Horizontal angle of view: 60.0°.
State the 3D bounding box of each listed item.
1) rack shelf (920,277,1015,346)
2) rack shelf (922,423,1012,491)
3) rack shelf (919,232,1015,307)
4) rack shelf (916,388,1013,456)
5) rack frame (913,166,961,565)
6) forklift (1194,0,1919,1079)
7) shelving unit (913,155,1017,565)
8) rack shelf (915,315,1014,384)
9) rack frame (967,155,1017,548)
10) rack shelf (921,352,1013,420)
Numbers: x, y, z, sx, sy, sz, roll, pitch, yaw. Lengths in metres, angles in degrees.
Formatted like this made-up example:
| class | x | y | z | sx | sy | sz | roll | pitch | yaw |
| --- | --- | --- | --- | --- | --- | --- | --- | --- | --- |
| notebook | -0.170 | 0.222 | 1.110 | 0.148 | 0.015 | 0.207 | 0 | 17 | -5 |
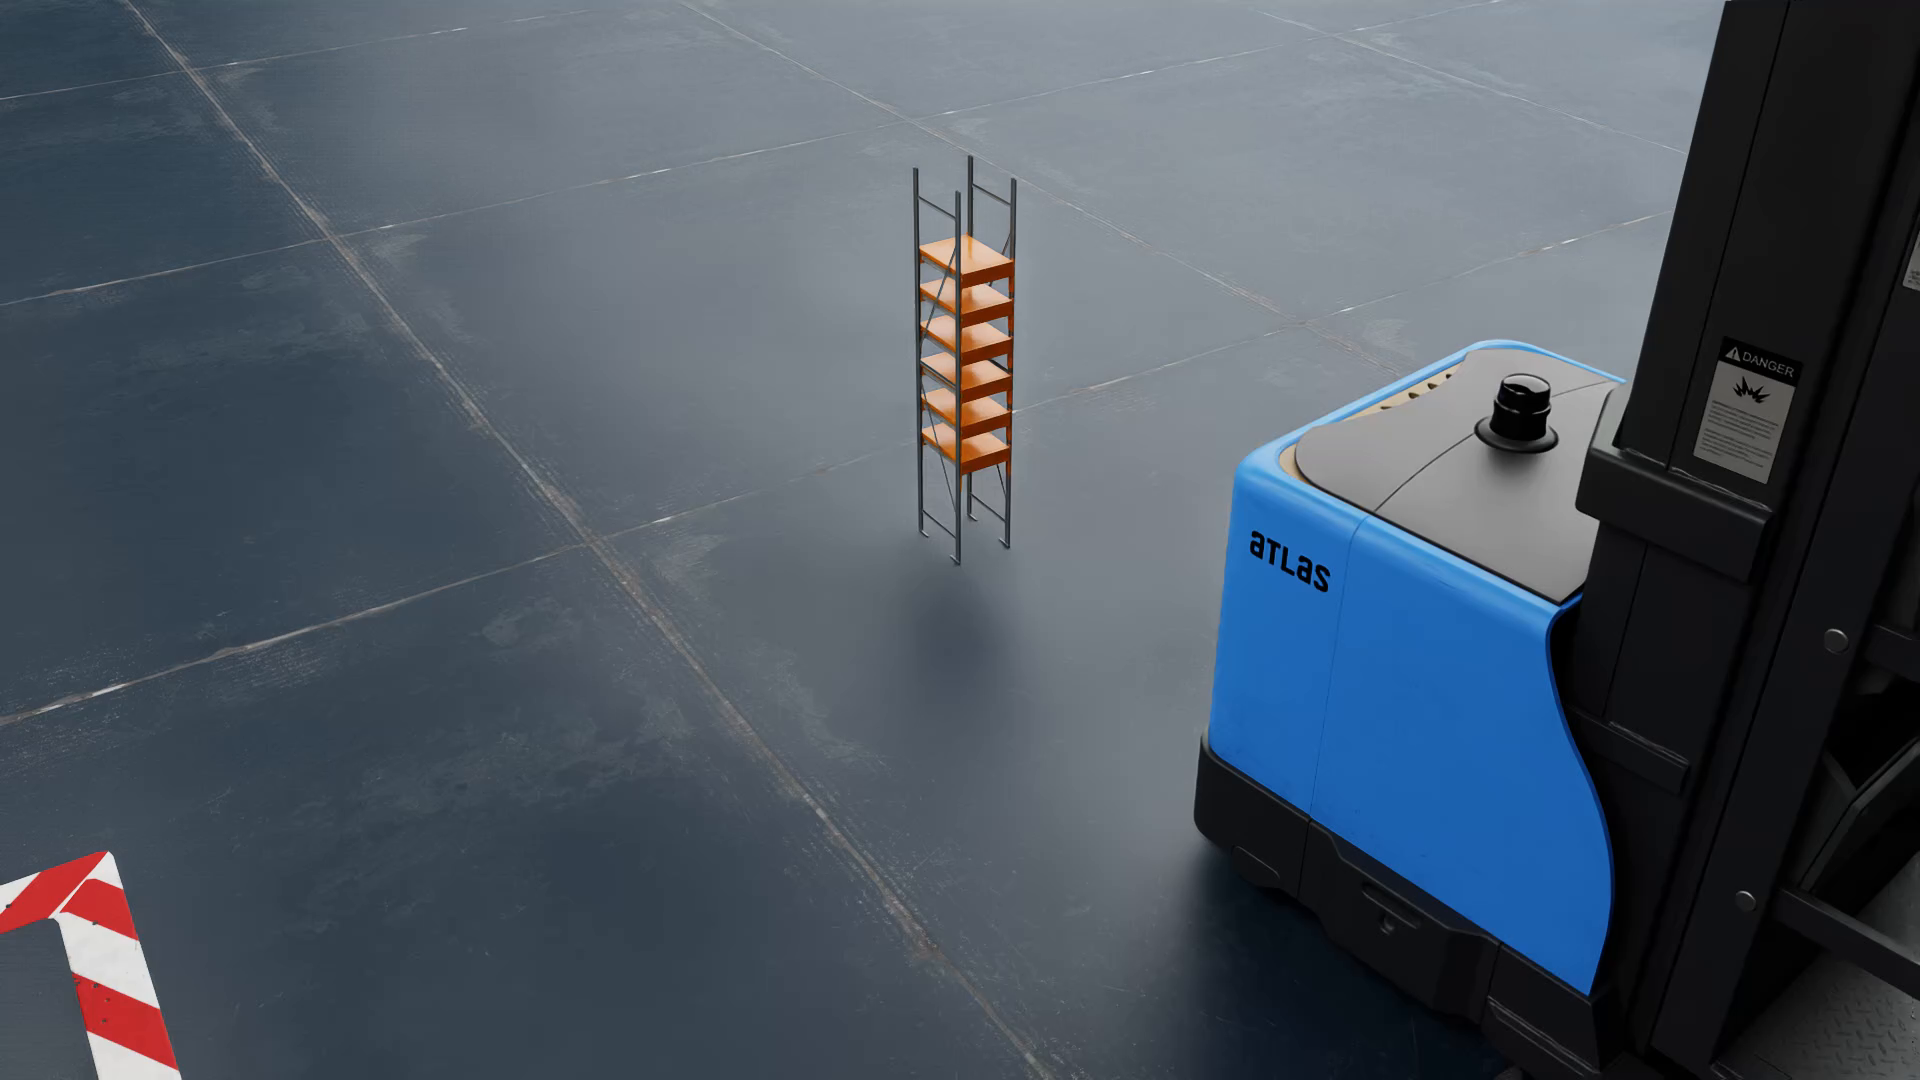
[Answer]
| class | x | y | z | sx | sy | sz | roll | pitch | yaw |
| --- | --- | --- | --- | --- | --- | --- | --- | --- | --- |
| rack shelf | 0.012 | -0.677 | 4.832 | 0.180 | 0.103 | 0.258 | -19 | 37 | -27 |
| rack shelf | 0.012 | -0.271 | 5.088 | 0.180 | 0.103 | 0.258 | -19 | 37 | -27 |
| rack shelf | 0.012 | -0.779 | 4.768 | 0.180 | 0.103 | 0.258 | -19 | 37 | -27 |
| rack shelf | 0.012 | -0.373 | 5.024 | 0.180 | 0.103 | 0.258 | -19 | 37 | -27 |
| rack frame | -0.065 | -0.485 | 4.895 | 0.006 | 1.200 | 0.240 | -19 | 37 | -27 |
| forklift | 1.911 | -0.078 | 2.627 | 1.130 | 2.935 | 3.031 | -25 | 40 | -34 |
| shelving unit | 0.012 | -0.512 | 4.937 | 0.189 | 1.200 | 0.258 | -19 | 37 | -27 |
| rack shelf | 0.012 | -0.576 | 4.896 | 0.180 | 0.103 | 0.258 | -19 | 37 | -27 |
| rack frame | 0.089 | -0.538 | 4.978 | 0.006 | 1.200 | 0.240 | -19 | 37 | -27 |
| rack shelf | 0.012 | -0.474 | 4.960 | 0.180 | 0.103 | 0.258 | -19 | 37 | -27 |
